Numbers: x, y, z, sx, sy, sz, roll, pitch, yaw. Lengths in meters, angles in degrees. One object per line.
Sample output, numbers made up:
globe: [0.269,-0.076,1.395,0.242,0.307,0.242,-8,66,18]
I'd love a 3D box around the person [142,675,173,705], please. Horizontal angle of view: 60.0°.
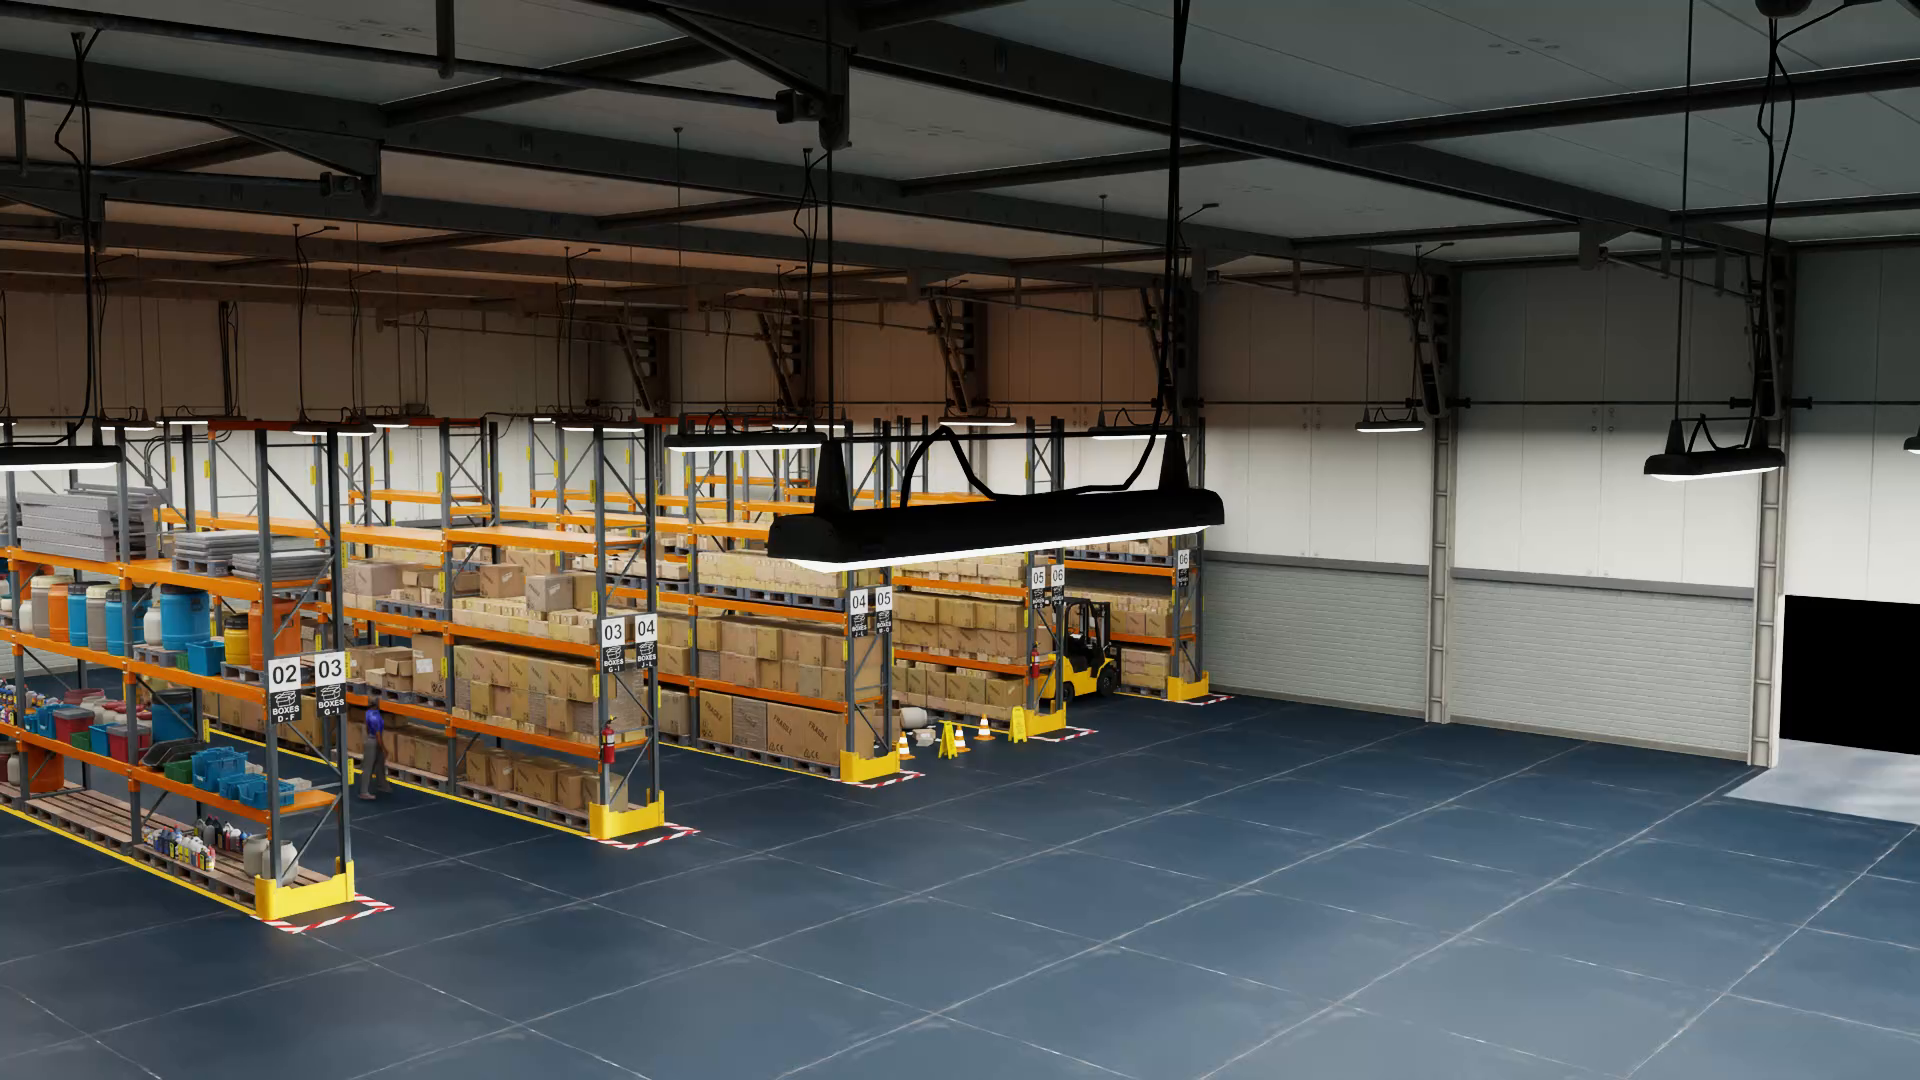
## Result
person: [-14.904,2.962,30.955,0.932,1.672,0.605,5,7,44]

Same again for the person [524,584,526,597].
person: [-11.962,1.652,46.616,0.450,1.694,0.616,2,5,23]

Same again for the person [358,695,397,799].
person: [-9.366,3.301,26.677,0.560,1.677,0.634,-1,5,-16]
